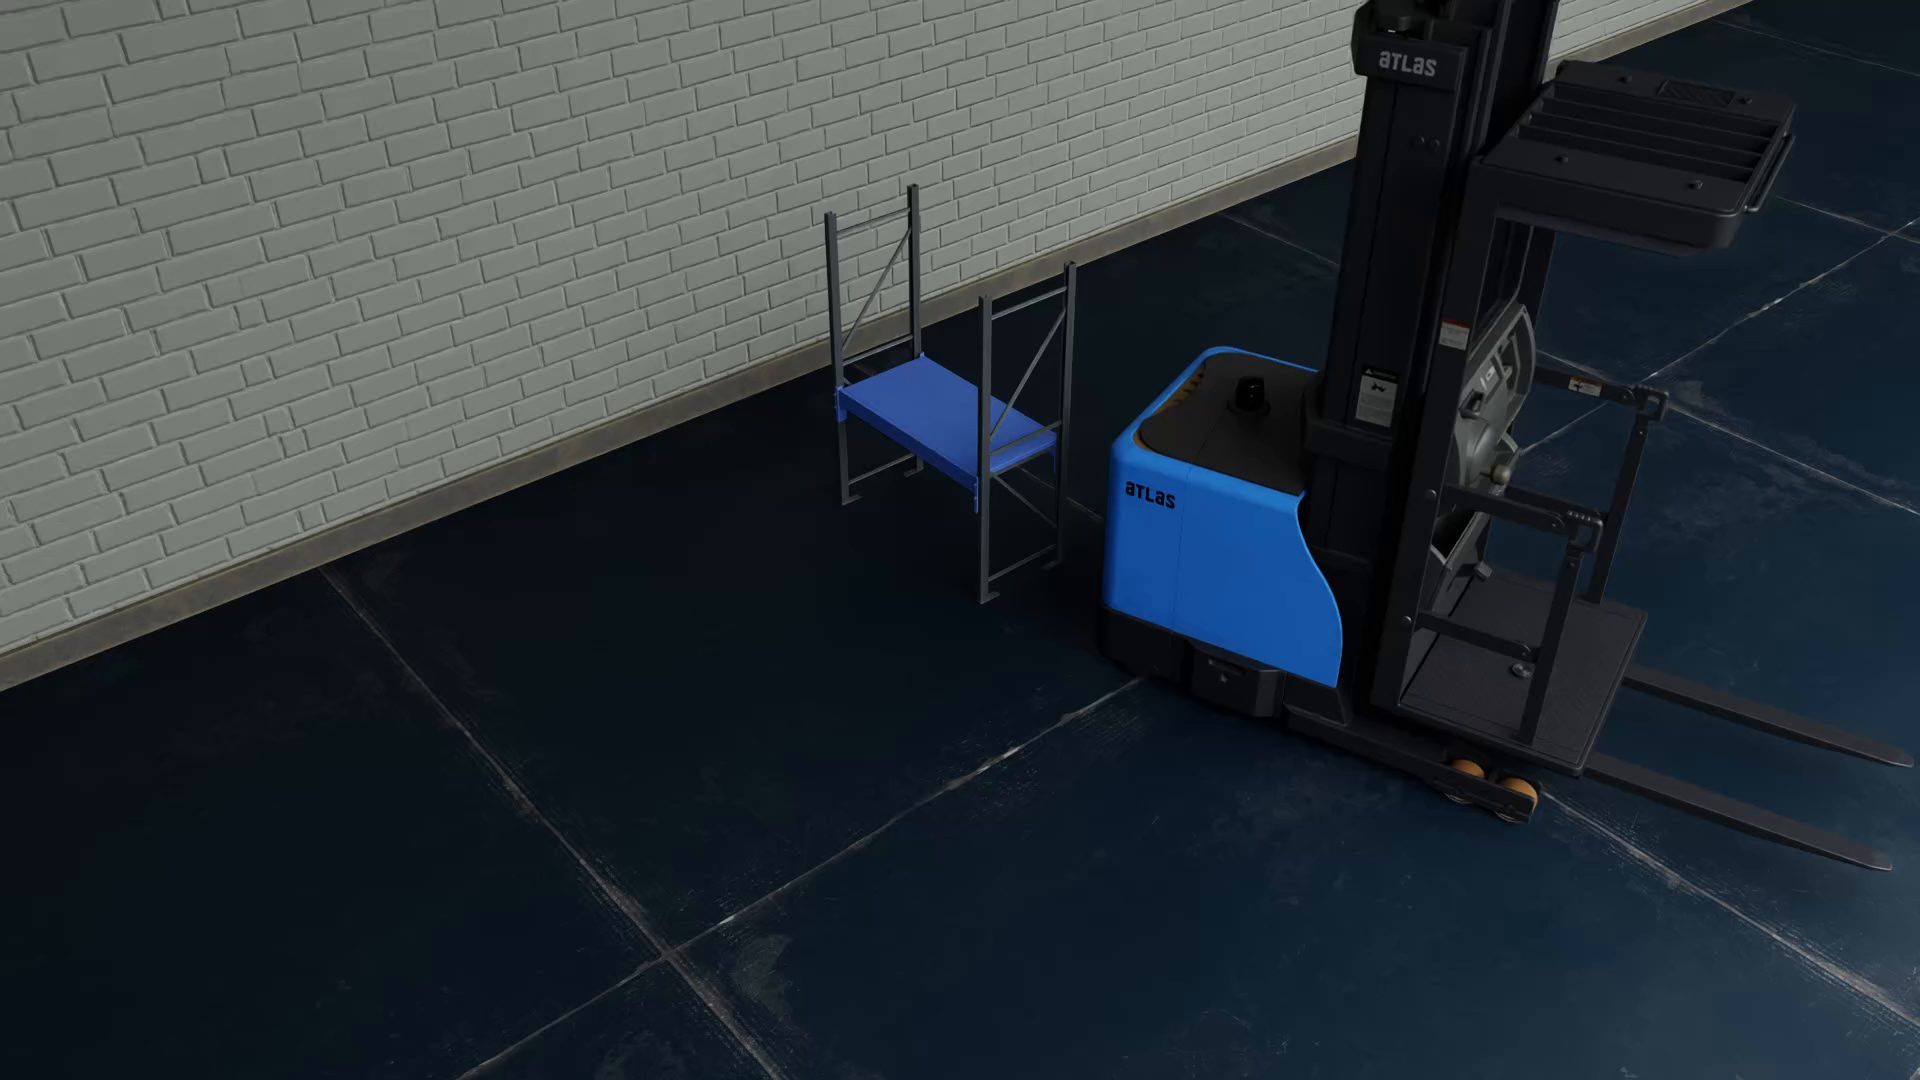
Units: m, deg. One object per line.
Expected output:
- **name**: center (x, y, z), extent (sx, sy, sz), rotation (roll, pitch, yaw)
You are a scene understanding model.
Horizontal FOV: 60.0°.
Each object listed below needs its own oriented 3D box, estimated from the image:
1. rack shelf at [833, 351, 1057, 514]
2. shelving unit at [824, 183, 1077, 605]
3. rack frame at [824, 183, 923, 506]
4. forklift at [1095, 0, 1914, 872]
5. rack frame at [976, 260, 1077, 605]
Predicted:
- **rack shelf**: center (-0.055, -0.503, 7.474), extent (0.538, 0.185, 1.000), rotation (-26, 43, -32)
- **shelving unit**: center (-0.055, -0.650, 7.370), extent (0.538, 1.500, 1.048), rotation (-26, 43, -32)
- **rack frame**: center (-0.383, -0.874, 7.687), extent (0.500, 1.500, 0.032), rotation (-26, 43, -32)
- **forklift**: center (2.097, -0.487, 5.902), extent (3.031, 2.935, 1.130), rotation (19, 40, 25)
- **rack frame**: center (0.273, -0.425, 7.053), extent (0.500, 1.500, 0.032), rotation (-26, 43, -32)
